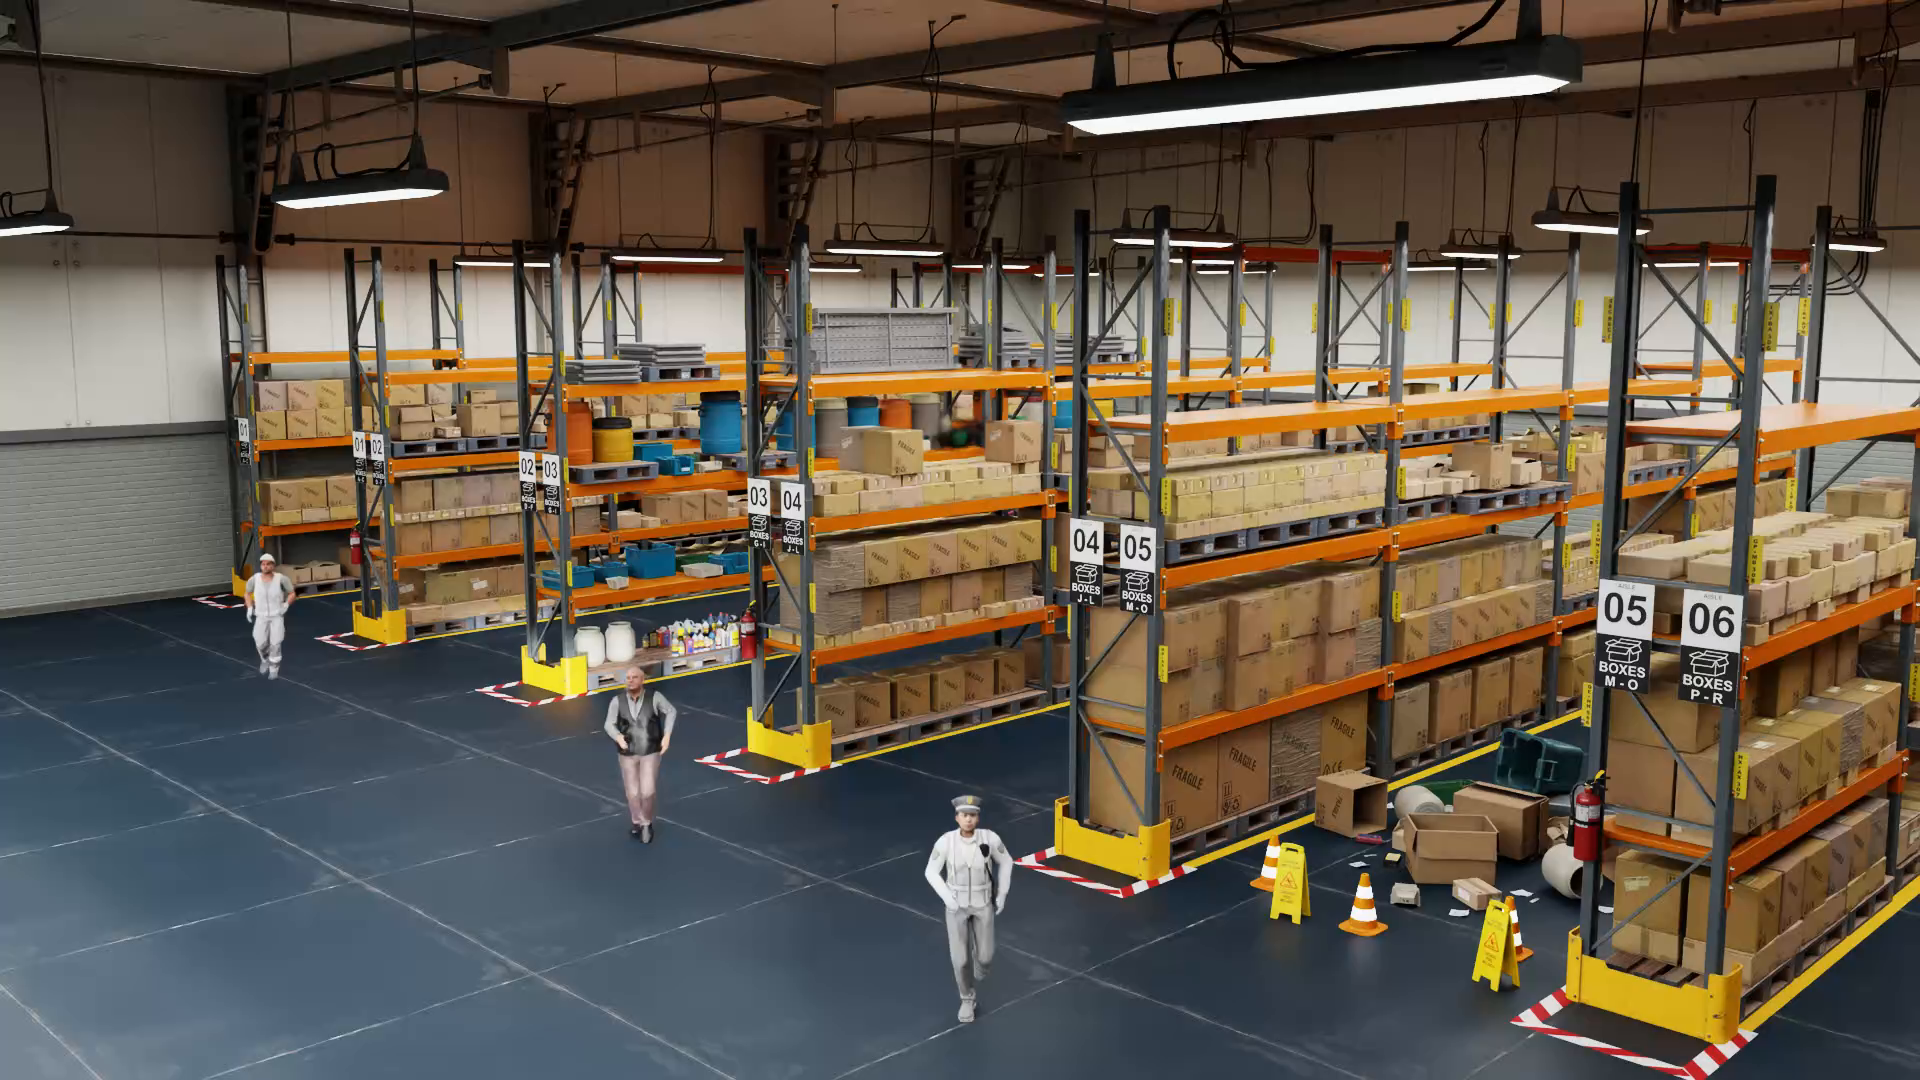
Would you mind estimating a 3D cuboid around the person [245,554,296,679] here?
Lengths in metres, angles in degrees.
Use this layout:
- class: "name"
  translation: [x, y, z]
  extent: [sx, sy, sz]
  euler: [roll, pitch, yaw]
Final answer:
- class: "person"
  translation: [-9.503, 1.060, 22.920]
  extent: [0.668, 1.749, 0.556]
  euler: [-3, 8, -17]

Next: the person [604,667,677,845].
- class: "person"
  translation: [-3.087, 2.076, 16.003]
  extent: [0.659, 1.715, 0.667]
  euler: [0, 8, 0]

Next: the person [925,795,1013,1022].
- class: "person"
  translation: [0.070, 2.653, 12.137]
  extent: [0.652, 1.664, 0.579]
  euler: [0, 8, -3]
